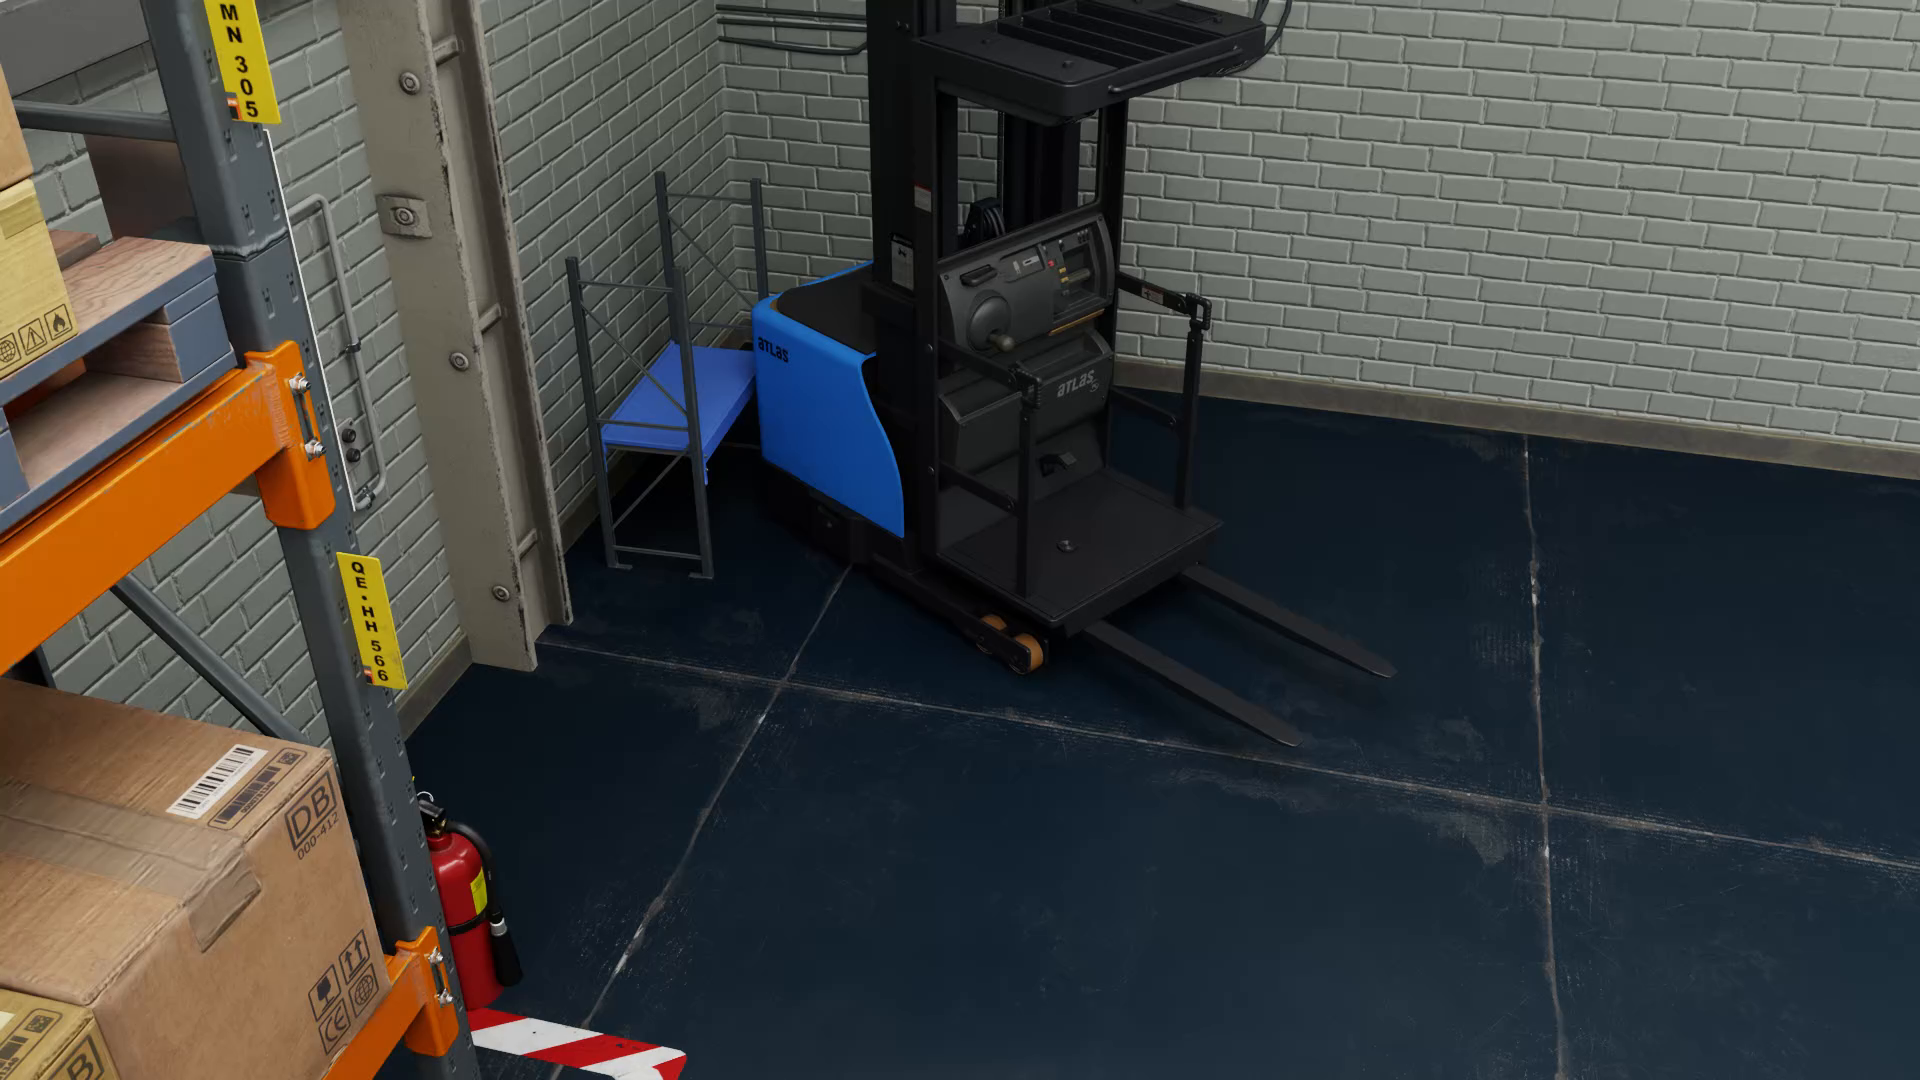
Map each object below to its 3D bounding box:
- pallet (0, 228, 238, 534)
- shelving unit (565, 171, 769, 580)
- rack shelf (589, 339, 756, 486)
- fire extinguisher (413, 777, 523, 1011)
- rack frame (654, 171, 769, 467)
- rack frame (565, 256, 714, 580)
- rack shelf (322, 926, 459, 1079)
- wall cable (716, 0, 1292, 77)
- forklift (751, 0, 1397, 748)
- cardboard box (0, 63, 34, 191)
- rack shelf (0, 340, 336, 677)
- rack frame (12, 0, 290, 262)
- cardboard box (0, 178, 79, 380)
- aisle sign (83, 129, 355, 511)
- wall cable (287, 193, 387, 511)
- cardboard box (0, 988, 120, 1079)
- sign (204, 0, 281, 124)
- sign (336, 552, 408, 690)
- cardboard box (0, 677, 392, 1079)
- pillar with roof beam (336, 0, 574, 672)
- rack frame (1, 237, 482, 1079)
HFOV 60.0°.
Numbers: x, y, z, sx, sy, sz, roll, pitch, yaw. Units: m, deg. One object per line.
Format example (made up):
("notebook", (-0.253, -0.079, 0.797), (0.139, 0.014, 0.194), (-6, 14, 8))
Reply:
("pallet", (-1.899, -0.166, 2.502), (1.003, 0.211, 1.213), (8, 33, 12))
("shelving unit", (-1.251, -0.755, 7.540), (0.538, 1.500, 1.048), (6, 33, 10))
("rack shelf", (-1.251, -0.604, 7.636), (0.538, 0.185, 1.000), (6, 33, 10))
("fire extinguisher", (-1.236, 0.850, 4.036), (0.296, 0.674, 0.183), (8, 33, 12))
("rack frame", (-1.148, -1.022, 7.960), (0.500, 1.500, 0.032), (6, 33, 10))
("rack frame", (-1.355, -0.488, 7.120), (0.500, 1.500, 0.032), (6, 33, 10))
("rack shelf", (-2.228, 2.017, 2.451), (1.077, 0.370, 4.000), (8, 33, 12))
("wall cable", (0.060, -3.432, 7.655), (3.097, 2.526, 0.112), (8, 33, 12))
("forklift", (0.431, -0.996, 6.584), (1.130, 2.935, 3.031), (-27, 41, -36))
("cardboard box", (-1.643, -0.646, 2.130), (0.500, 0.500, 0.500), (8, 33, 12))
("rack shelf", (-2.228, 0.752, 1.647), (1.077, 0.370, 4.000), (8, 33, 12))
("rack frame", (-1.721, -1.856, 2.281), (1.000, 3.000, 0.127), (8, 33, 12))
("cardboard box", (-1.650, -0.330, 2.332), (0.500, 0.250, 0.500), (9, 34, 14))
("aisle sign", (-1.412, -0.418, 3.188), (0.394, 0.787, 0.004), (8, 33, 12))
("wall cable", (-2.311, -0.546, 4.866), (0.084, 1.984, 1.851), (8, 33, 12))
("cardboard box", (-2.014, 1.194, 2.796), (0.980, 0.700, 0.700), (8, 33, 12))
("sign", (-1.199, -0.849, 2.742), (0.100, 0.325, 0.005), (8, 33, 12))
("sign", (-1.199, 0.168, 3.389), (0.100, 0.325, 0.005), (8, 33, 12))
("cardboard box", (-1.841, 0.815, 3.392), (0.980, 0.700, 0.700), (10, 34, 15))
("pillar with roof beam", (2.292, -2.789, 3.749), (9.100, 9.000, 0.400), (8, 33, 12))
("rack frame", (-1.721, 0.676, 3.891), (1.000, 3.000, 0.127), (8, 33, 12))
